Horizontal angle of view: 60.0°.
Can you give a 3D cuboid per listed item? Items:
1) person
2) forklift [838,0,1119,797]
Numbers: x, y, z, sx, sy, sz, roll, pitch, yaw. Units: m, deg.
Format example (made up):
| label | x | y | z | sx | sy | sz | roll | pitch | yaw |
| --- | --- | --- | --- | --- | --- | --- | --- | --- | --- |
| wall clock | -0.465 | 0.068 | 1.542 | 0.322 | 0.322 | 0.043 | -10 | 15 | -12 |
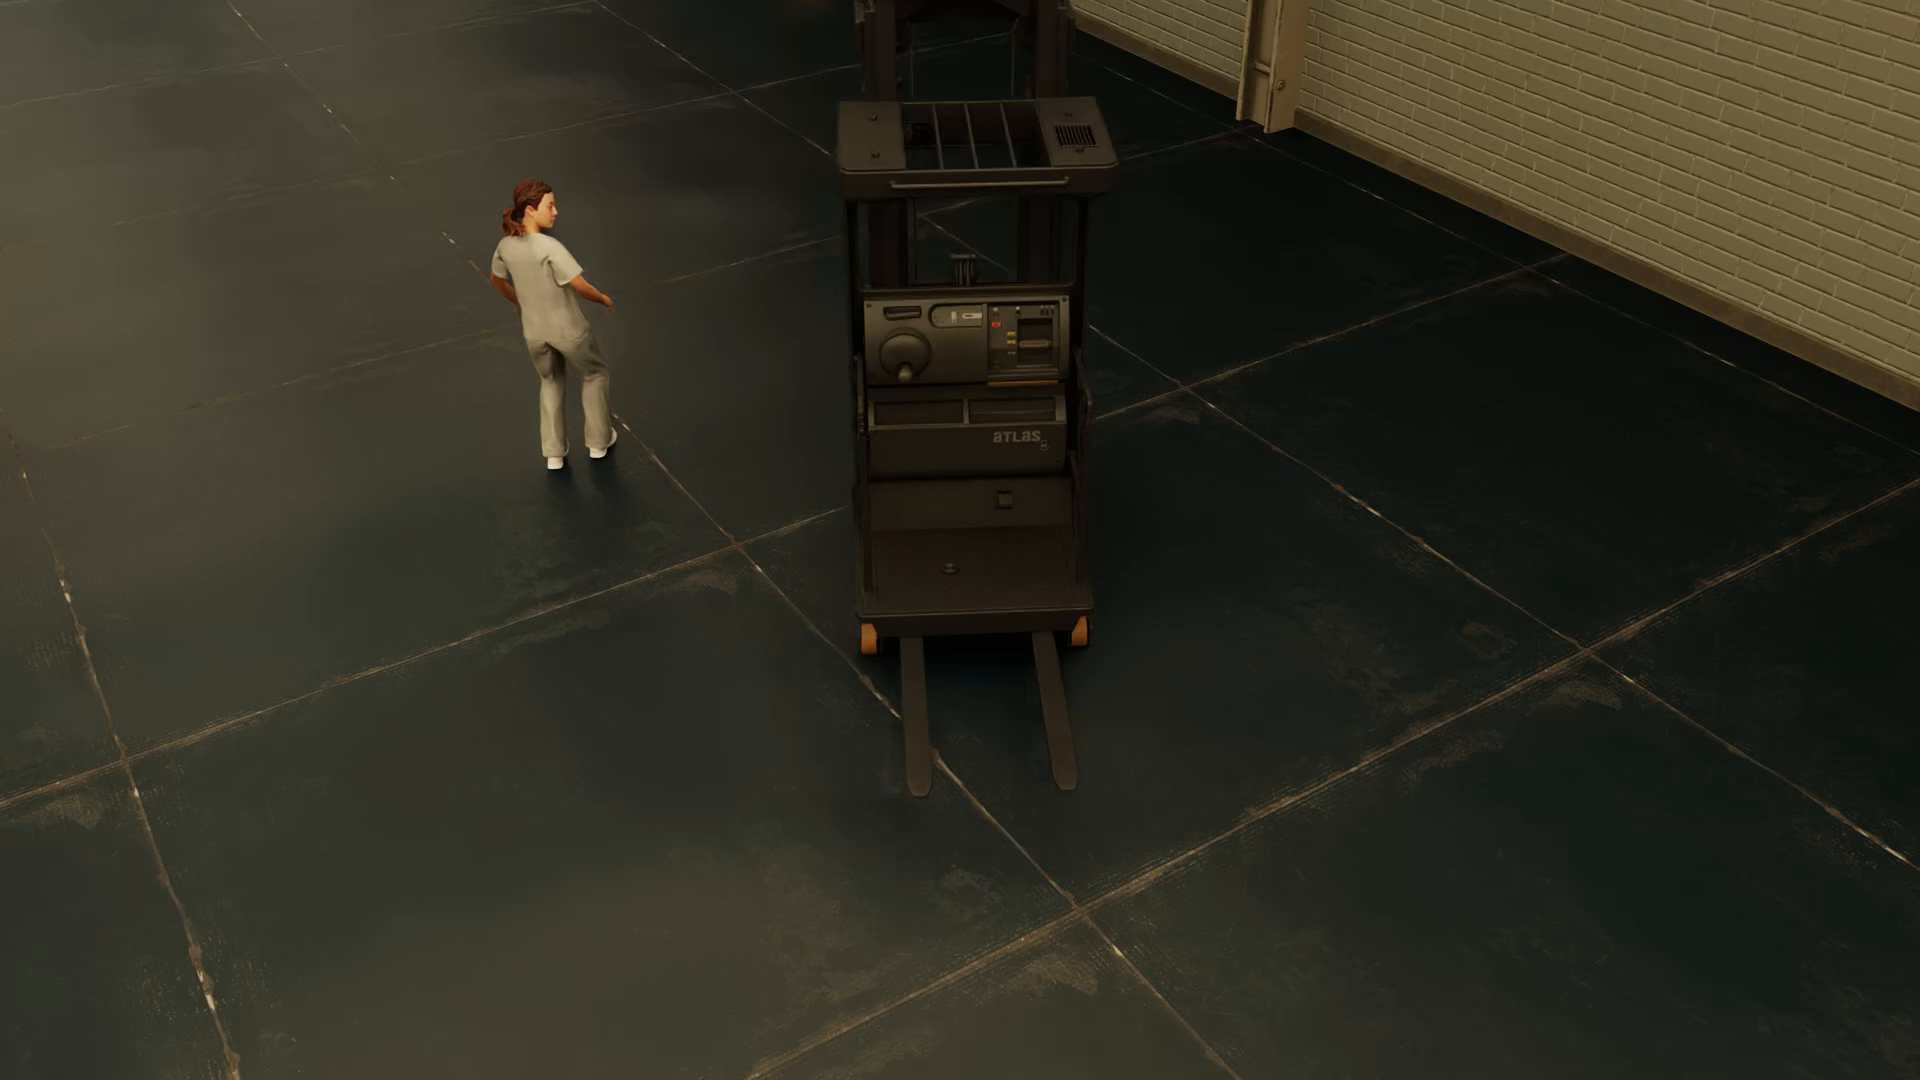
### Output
| label | x | y | z | sx | sy | sz | roll | pitch | yaw |
| --- | --- | --- | --- | --- | --- | --- | --- | --- | --- |
| person | -2.171 | -1.163 | 8.952 | 0.644 | 1.628 | 0.472 | 10 | 36 | 14 |
| forklift | 0.048 | -0.848 | 7.354 | 1.130 | 2.935 | 3.031 | -2 | 35 | -3 |
